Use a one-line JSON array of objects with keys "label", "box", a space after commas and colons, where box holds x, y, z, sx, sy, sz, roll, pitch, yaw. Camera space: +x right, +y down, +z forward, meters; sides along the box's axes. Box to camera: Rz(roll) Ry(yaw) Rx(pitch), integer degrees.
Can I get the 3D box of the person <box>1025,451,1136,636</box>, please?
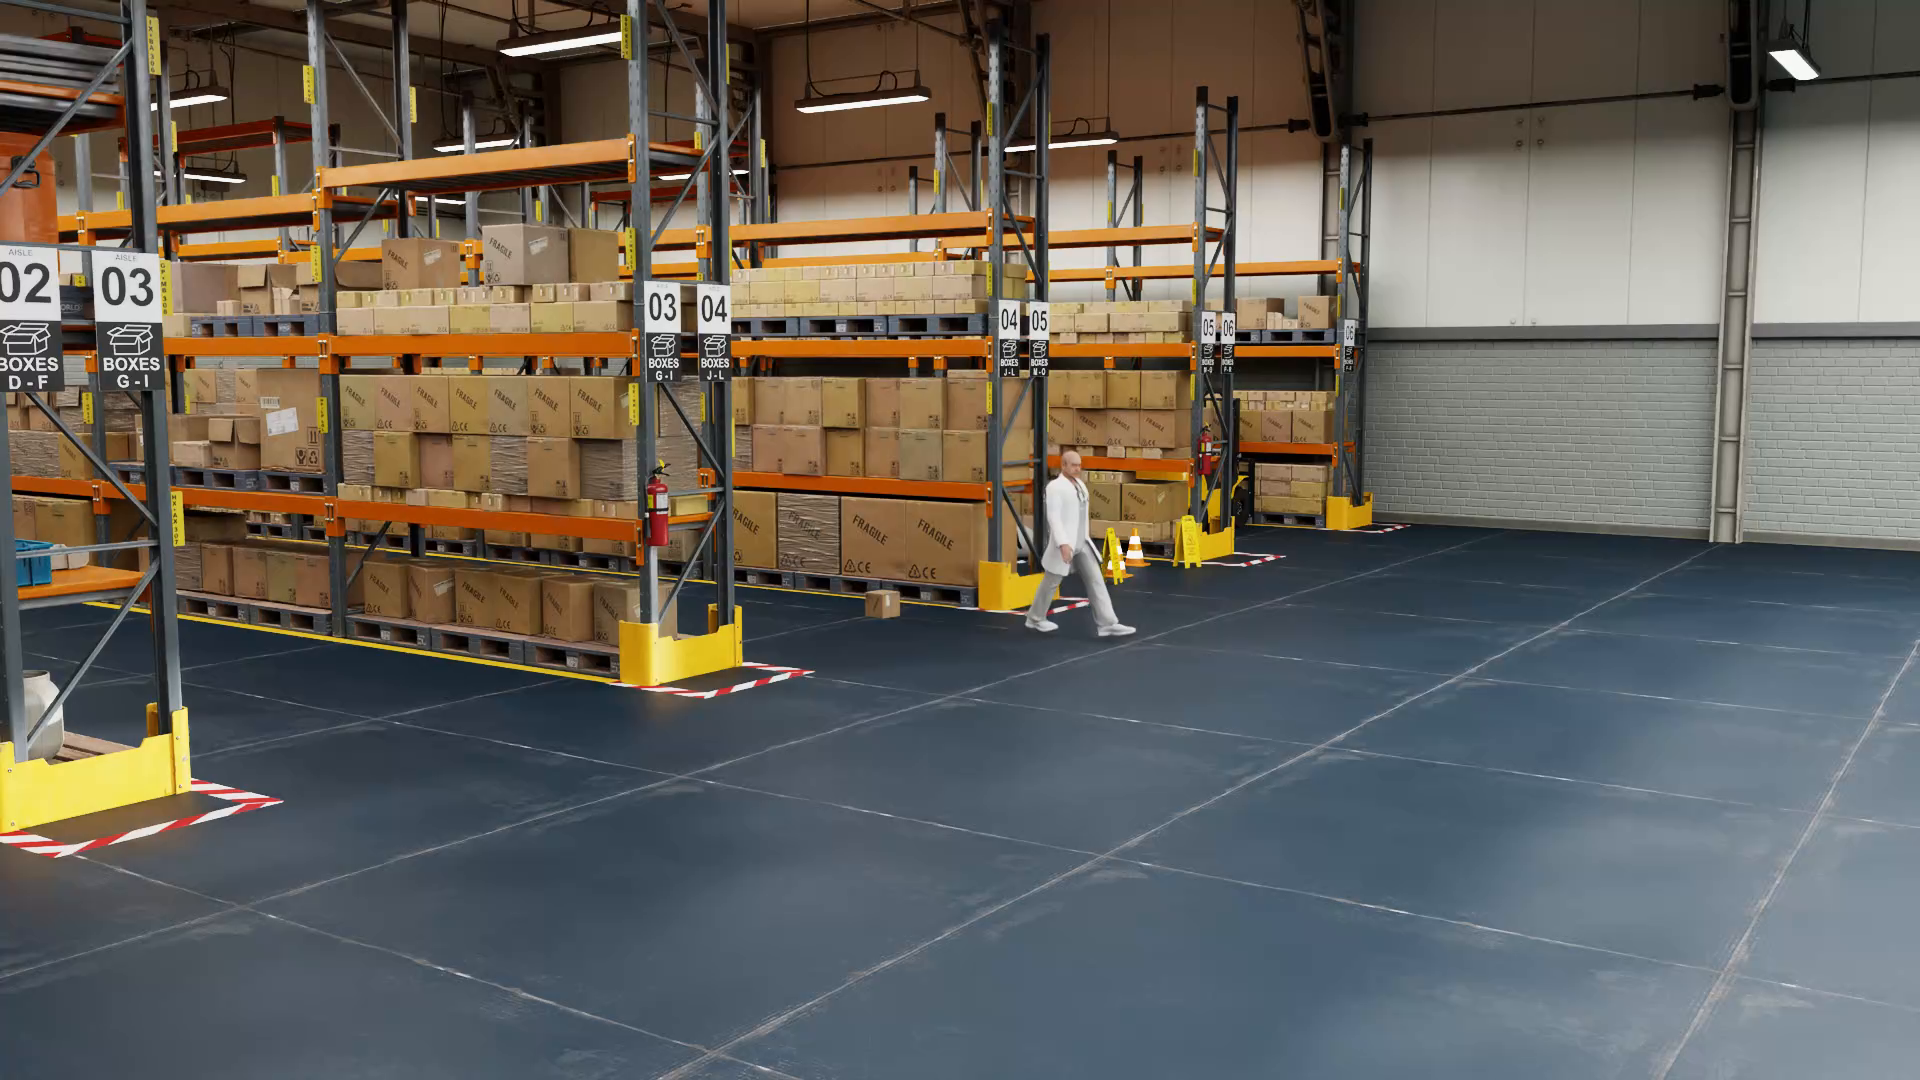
[{"label": "person", "box": [1.069, 0.033, 15.388, 0.636, 1.713, 1.131, -6, 9, -44]}]
